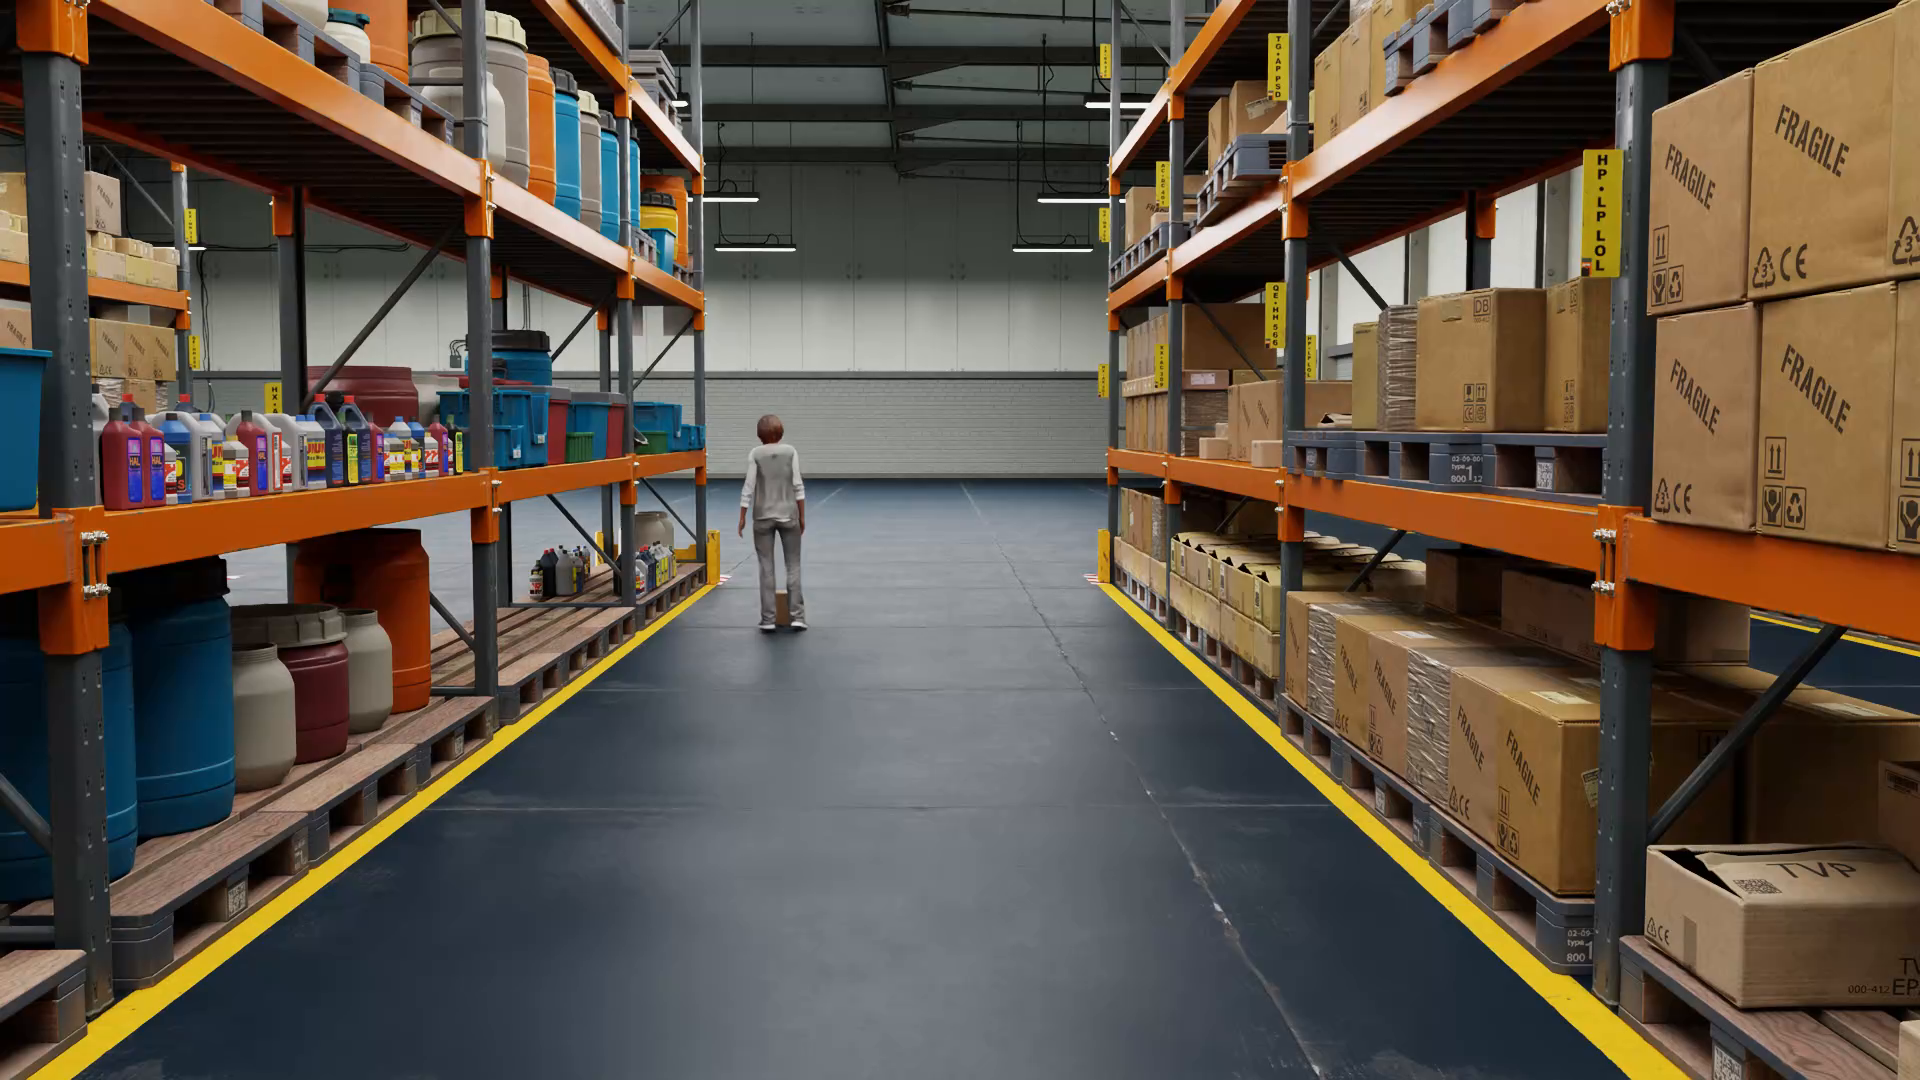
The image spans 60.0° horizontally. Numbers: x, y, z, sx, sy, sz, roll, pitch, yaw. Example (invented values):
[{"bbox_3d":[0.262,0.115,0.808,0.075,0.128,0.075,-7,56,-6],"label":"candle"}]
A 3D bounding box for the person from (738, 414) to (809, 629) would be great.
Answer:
[{"bbox_3d":[-1.386,-0.120,12.368,0.519,1.602,0.318,-1,4,-10],"label":"person"}]
